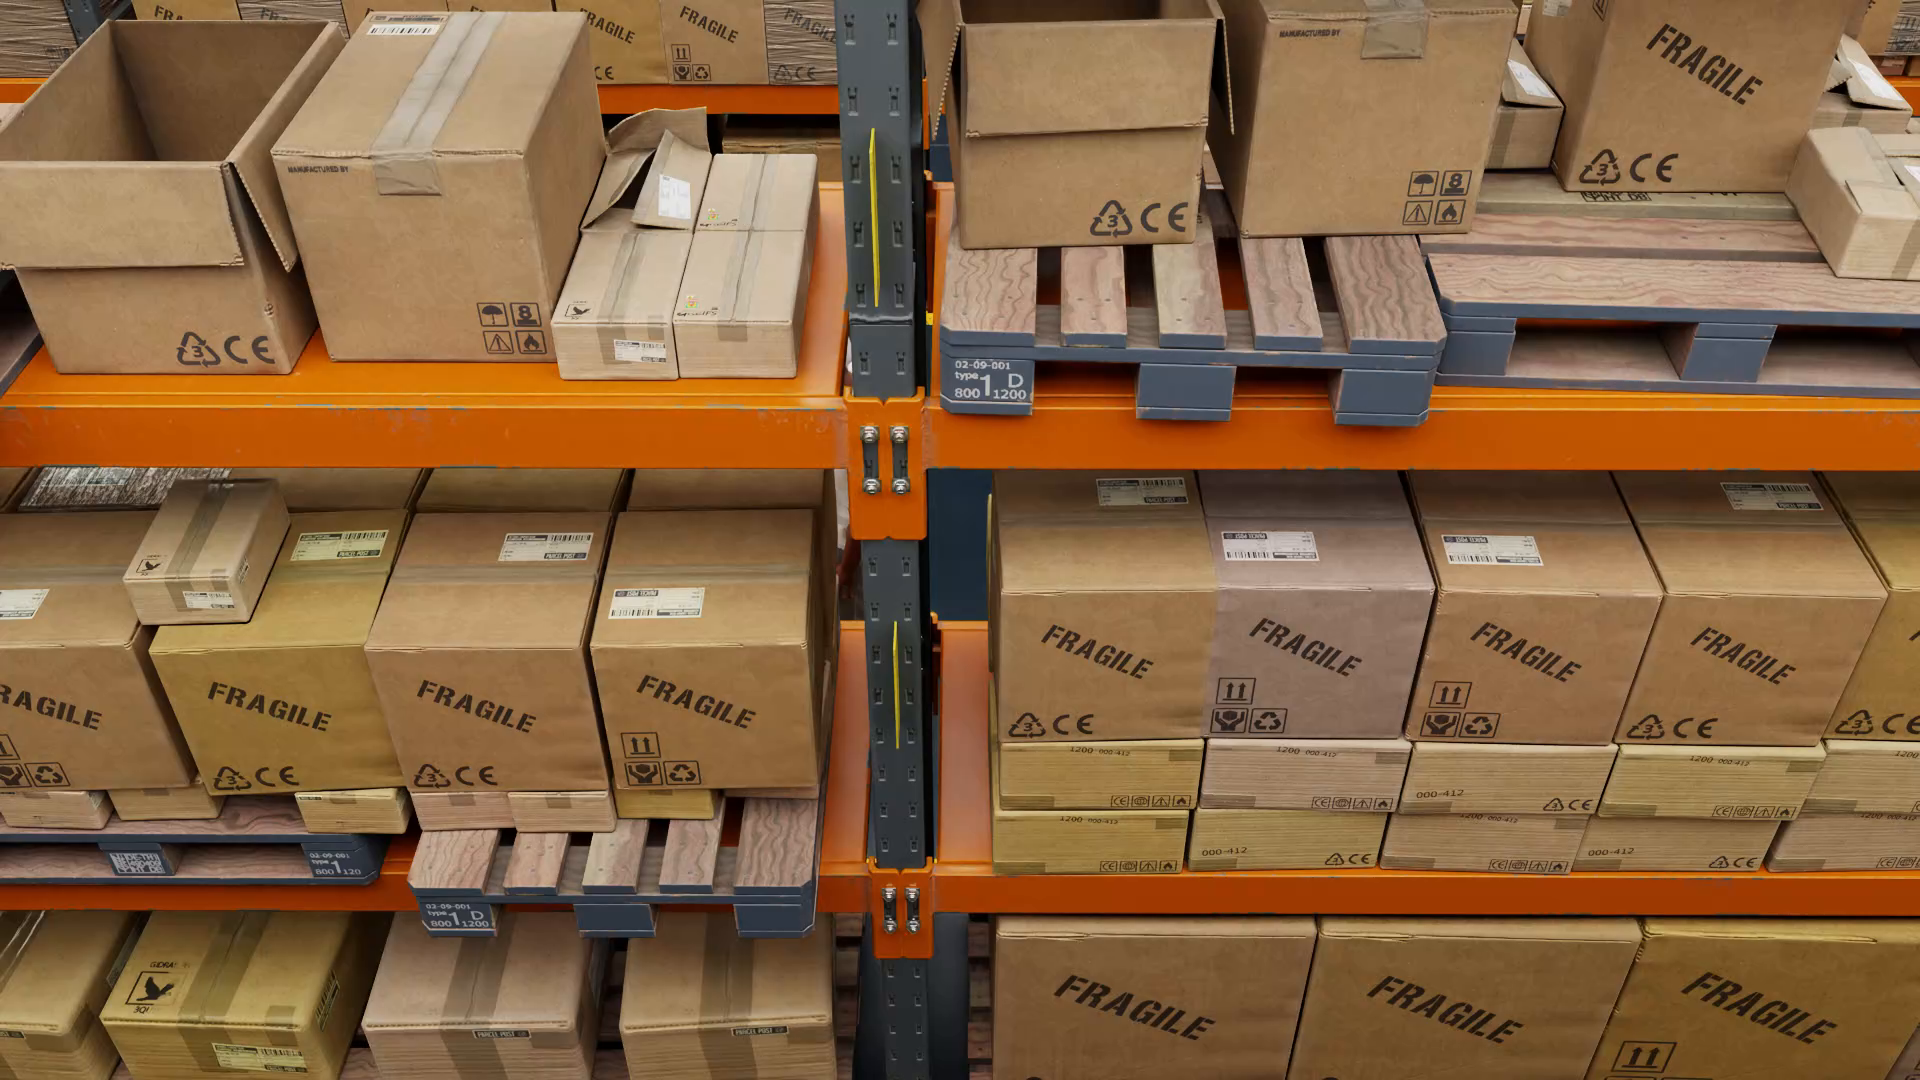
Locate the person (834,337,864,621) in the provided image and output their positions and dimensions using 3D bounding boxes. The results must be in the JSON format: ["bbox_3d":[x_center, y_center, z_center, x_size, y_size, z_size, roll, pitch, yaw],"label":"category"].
[{"bbox_3d":[-0.424,-0.068,6.224,0.458,1.760,0.626,-3,39,-4],"label":"person"}]
